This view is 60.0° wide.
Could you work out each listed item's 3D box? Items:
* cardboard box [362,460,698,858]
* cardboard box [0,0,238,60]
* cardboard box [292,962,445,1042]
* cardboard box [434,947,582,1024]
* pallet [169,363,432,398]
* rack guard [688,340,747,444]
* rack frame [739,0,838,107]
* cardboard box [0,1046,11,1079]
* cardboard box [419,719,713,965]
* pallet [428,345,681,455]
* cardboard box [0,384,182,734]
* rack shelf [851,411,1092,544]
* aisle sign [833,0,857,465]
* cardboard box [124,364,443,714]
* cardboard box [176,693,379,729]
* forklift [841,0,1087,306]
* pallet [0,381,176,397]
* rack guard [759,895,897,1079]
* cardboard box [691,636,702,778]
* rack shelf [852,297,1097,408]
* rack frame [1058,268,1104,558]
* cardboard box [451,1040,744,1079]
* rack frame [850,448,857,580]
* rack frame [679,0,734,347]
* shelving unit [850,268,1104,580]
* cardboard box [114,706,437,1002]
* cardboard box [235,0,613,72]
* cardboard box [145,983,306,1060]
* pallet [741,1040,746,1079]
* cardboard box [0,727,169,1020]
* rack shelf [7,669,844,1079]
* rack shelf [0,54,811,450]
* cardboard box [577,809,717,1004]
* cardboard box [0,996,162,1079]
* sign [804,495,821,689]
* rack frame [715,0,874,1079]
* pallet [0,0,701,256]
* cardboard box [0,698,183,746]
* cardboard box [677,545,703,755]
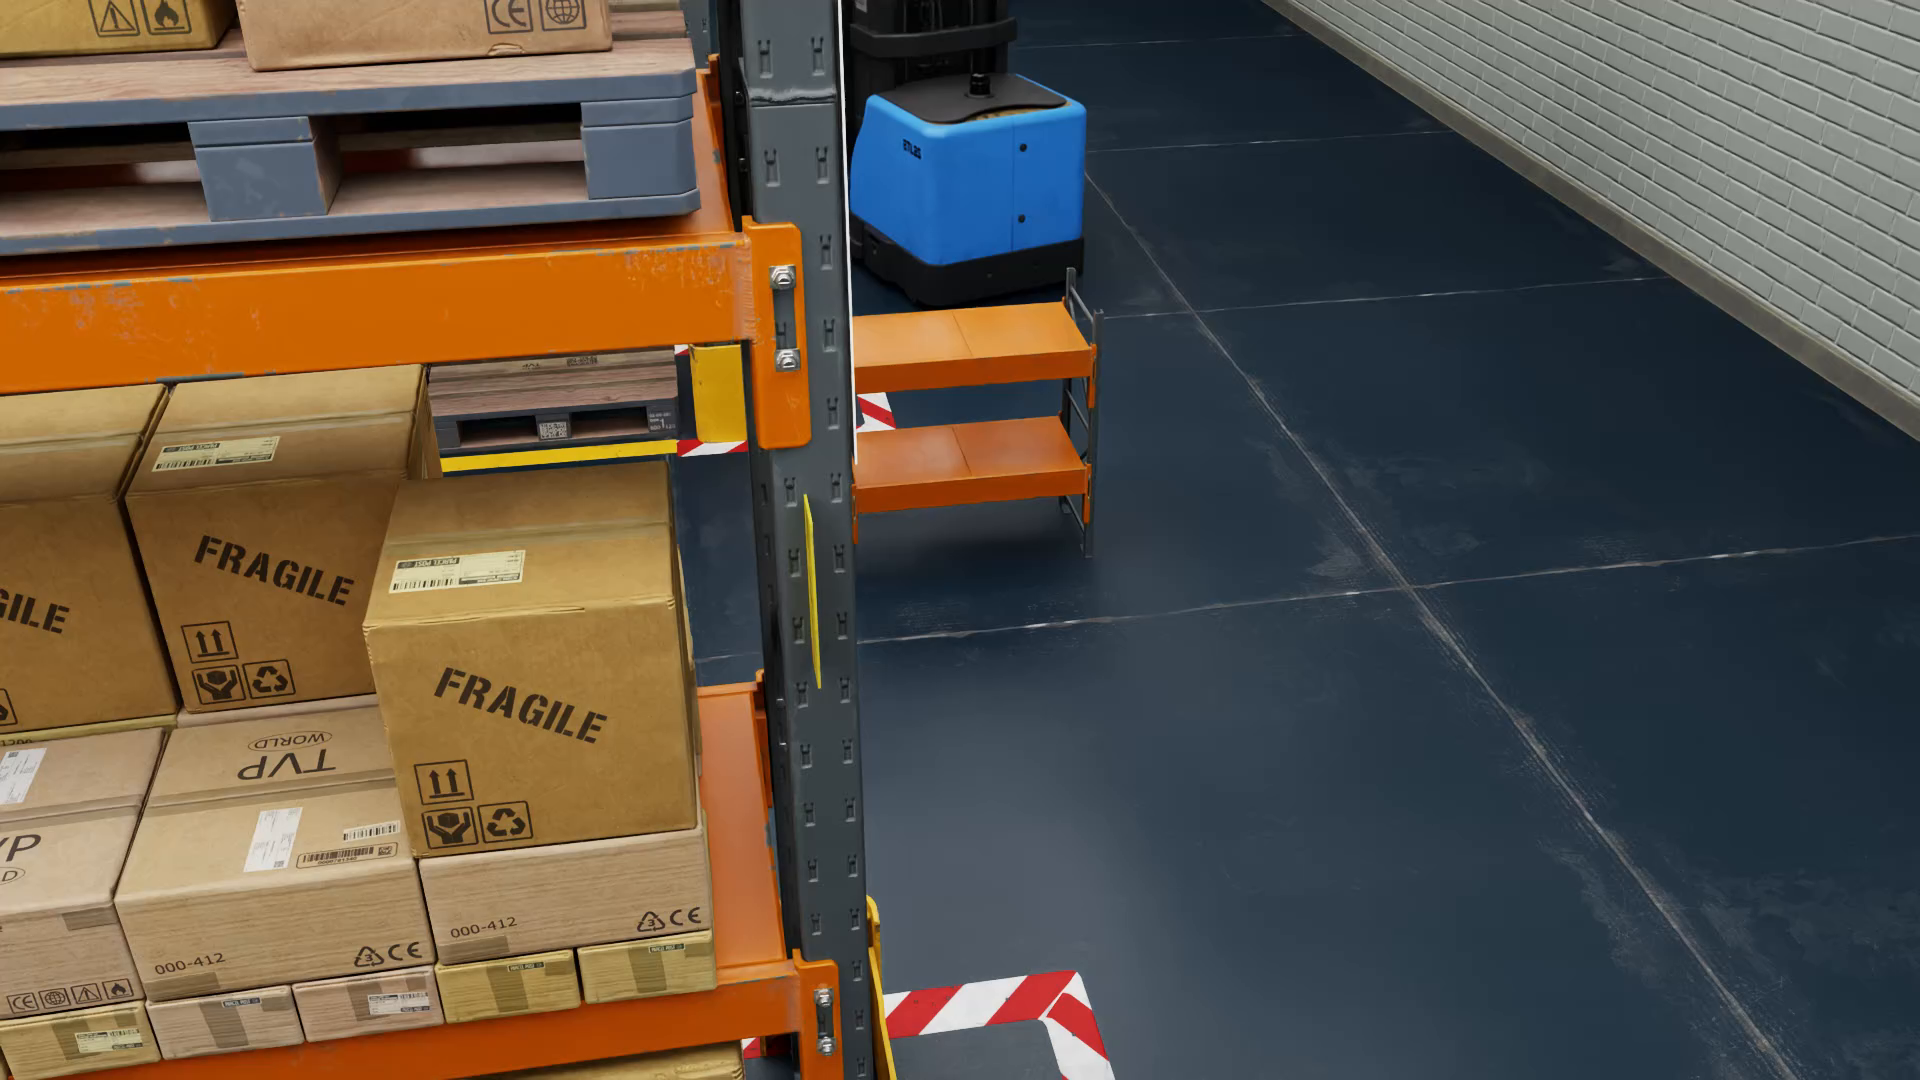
[{"bbox_3d":[-0.762,0.206,3.056,0.500,0.500,0.500,-5,31,-8],"label":"cardboard box"},{"bbox_3d":[-1.407,-1.078,2.553,0.500,0.500,0.700,-6,31,-11],"label":"cardboard box"},{"bbox_3d":[-1.124,0.769,3.231,0.250,0.149,0.380,-5,31,-9],"label":"cardboard box"},{"bbox_3d":[-0.876,0.746,3.269,0.250,0.149,0.380,-5,31,-8],"label":"cardboard box"},{"bbox_3d":[-3.238,-0.685,8.207,1.213,0.211,1.003,-5,31,-9],"label":"pallet"},{"bbox_3d":[-1.201,-0.984,8.430,0.348,0.500,1.175,-5,31,-9],"label":"rack guard"},{"bbox_3d":[-0.330,-2.169,2.061,0.127,3.000,1.000,-5,31,-9],"label":"rack frame"},{"bbox_3d":[-1.880,0.840,3.110,0.250,0.149,0.380,-5,31,-9],"label":"cardboard box"},{"bbox_3d":[-0.759,0.530,3.244,0.500,0.250,0.500,-6,31,-10],"label":"cardboard box"},{"bbox_3d":[-2.040,-0.795,8.393,1.213,0.211,1.003,-5,31,-9],"label":"pallet"},{"bbox_3d":[-1.851,0.035,3.345,0.500,0.500,0.500,-6,31,-10],"label":"cardboard box"},{"bbox_3d":[0.007,-0.275,7.090,1.000,0.278,0.538,-5,31,-9],"label":"rack shelf"},{"bbox_3d":[-0.205,-0.561,2.680,0.004,0.787,0.394,-5,31,-9],"label":"aisle sign"},{"bbox_3d":[-1.342,-0.015,3.431,0.500,0.500,0.500,-6,31,-10],"label":"cardboard box"},{"bbox_3d":[-1.361,0.313,3.612,0.500,0.250,0.500,-6,31,-10],"label":"cardboard box"},{"bbox_3d":[-0.417,-3.297,9.965,1.130,2.935,3.031,-15,34,-24],"label":"forklift"},{"bbox_3d":[-4.440,-0.572,8.014,1.213,0.211,1.003,-5,31,-9],"label":"pallet"},{"bbox_3d":[-0.306,1.492,4.219,0.348,0.500,1.175,-5,31,-9],"label":"rack guard"},{"bbox_3d":[-0.738,0.393,3.870,0.250,0.149,0.380,-5,31,-8],"label":"cardboard box"},{"bbox_3d":[0.007,-0.738,6.818,1.000,0.278,0.538,-5,31,-9],"label":"rack shelf"},{"bbox_3d":[0.507,-0.532,7.045,0.032,1.125,0.500,-5,31,-9],"label":"rack frame"},{"bbox_3d":[-0.945,1.250,3.847,0.875,0.875,0.875,-5,31,-9],"label":"cardboard box"},{"bbox_3d":[-0.493,-0.439,6.887,0.032,1.125,0.500,-5,31,-9],"label":"rack frame"},{"bbox_3d":[-1.222,-2.053,7.781,0.127,3.000,1.000,-5,31,-9],"label":"rack frame"},{"bbox_3d":[0.007,-0.486,6.966,1.048,1.125,0.538,-5,31,-9],"label":"shelving unit"},{"bbox_3d":[-1.258,0.576,3.166,0.500,0.250,0.500,-6,31,-10],"label":"cardboard box"},{"bbox_3d":[-0.832,-1.069,2.538,0.500,0.500,0.700,-7,31,-12],"label":"cardboard box"},{"bbox_3d":[-1.370,0.791,3.193,0.250,0.149,0.380,-5,31,-8],"label":"cardboard box"},{"bbox_3d":[-1.102,1.731,4.098,1.213,0.211,1.003,-5,31,-9],"label":"pallet"},{"bbox_3d":[-1.758,0.622,3.087,0.500,0.250,0.500,-6,31,-11],"label":"cardboard box"},{"bbox_3d":[-2.297,0.910,3.454,4.000,0.370,1.077,-5,31,-9],"label":"rack shelf"},{"bbox_3d":[-2.297,-0.383,2.693,4.000,0.370,1.077,-5,31,-9],"label":"rack shelf"},{"bbox_3d":[-0.621,0.722,3.311,0.250,0.149,0.380,-5,31,-8],"label":"cardboard box"},{"bbox_3d":[-1.625,0.816,3.151,0.250,0.149,0.380,-6,31,-10],"label":"cardboard box"},{"bbox_3d":[-0.246,0.087,2.766,0.005,0.325,0.100,-5,31,-9],"label":"sign"},{"bbox_3d":[-0.330,0.417,3.582,0.127,3.000,1.000,-5,31,-9],"label":"rack frame"},{"bbox_3d":[-1.058,-0.765,2.720,1.213,0.211,1.003,-5,31,-9],"label":"pallet"},{"bbox_3d":[-1.855,0.357,3.537,0.500,0.250,0.500,-6,31,-11],"label":"cardboard box"},{"bbox_3d":[-0.850,0.262,3.699,0.500,0.250,0.500,-6,31,-10],"label":"cardboard box"}]
